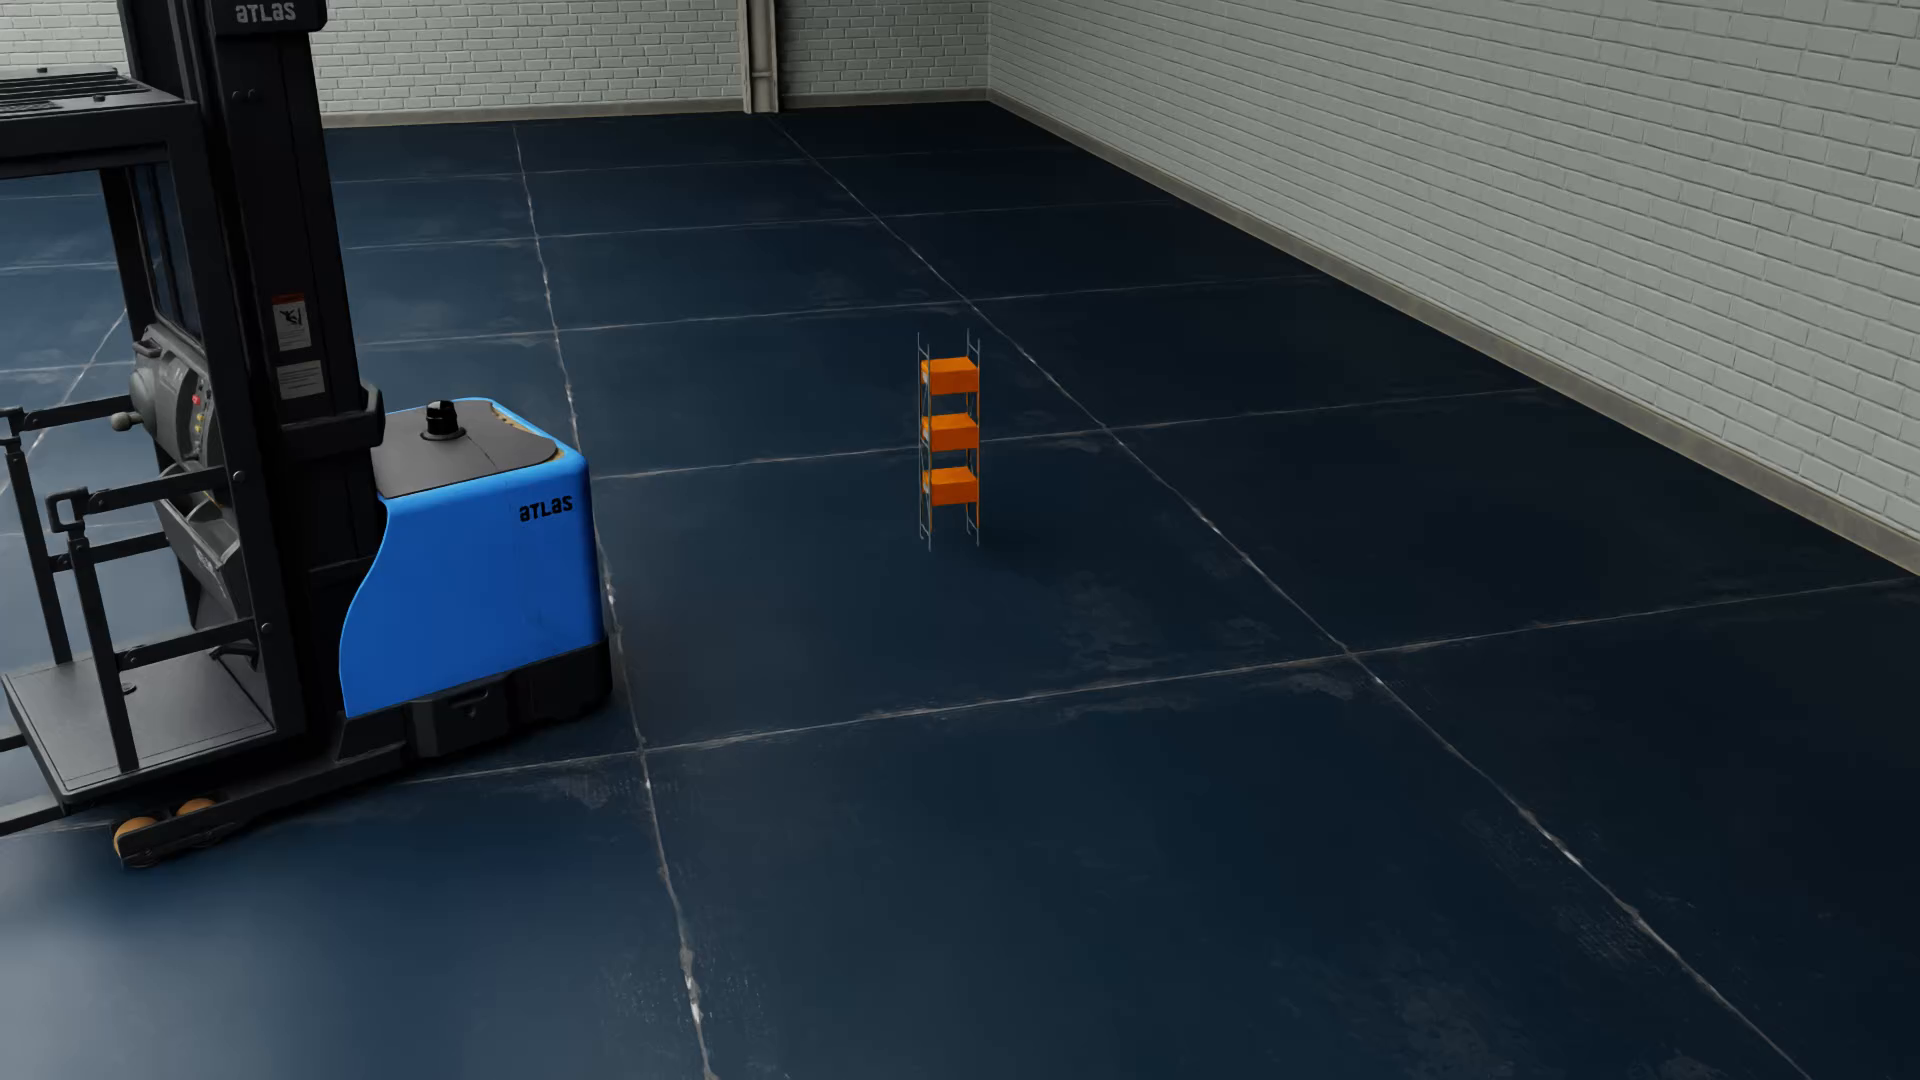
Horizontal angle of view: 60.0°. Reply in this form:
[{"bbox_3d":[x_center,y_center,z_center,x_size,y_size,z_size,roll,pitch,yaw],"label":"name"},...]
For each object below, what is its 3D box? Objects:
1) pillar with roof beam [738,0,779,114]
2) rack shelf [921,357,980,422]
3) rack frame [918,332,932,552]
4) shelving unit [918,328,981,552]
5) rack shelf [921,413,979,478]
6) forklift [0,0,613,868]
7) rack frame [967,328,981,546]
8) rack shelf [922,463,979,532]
[{"bbox_3d":[-1.307,-7.828,15.081,0.400,9.000,9.100,-6,24,-14],"label":"pillar with roof beam"},{"bbox_3d":[-0.052,-0.728,7.922,0.240,0.259,0.215,-6,24,-14],"label":"rack shelf"},{"bbox_3d":[-0.169,-0.464,7.999,0.008,1.050,0.200,-6,24,-14],"label":"rack frame"},{"bbox_3d":[-0.052,-0.477,8.030,0.252,1.050,0.215,-6,24,-14],"label":"shelving unit"},{"bbox_3d":[-0.052,-0.467,8.034,0.240,0.259,0.215,-6,24,-14],"label":"rack shelf"},{"bbox_3d":[-2.868,-0.469,5.627,3.031,2.935,1.130,-17,29,-34],"label":"forklift"},{"bbox_3d":[0.066,-0.490,8.060,0.008,1.050,0.200,-6,24,-14],"label":"rack frame"},{"bbox_3d":[-0.052,-0.212,8.143,0.240,0.259,0.215,-6,24,-14],"label":"rack shelf"}]
